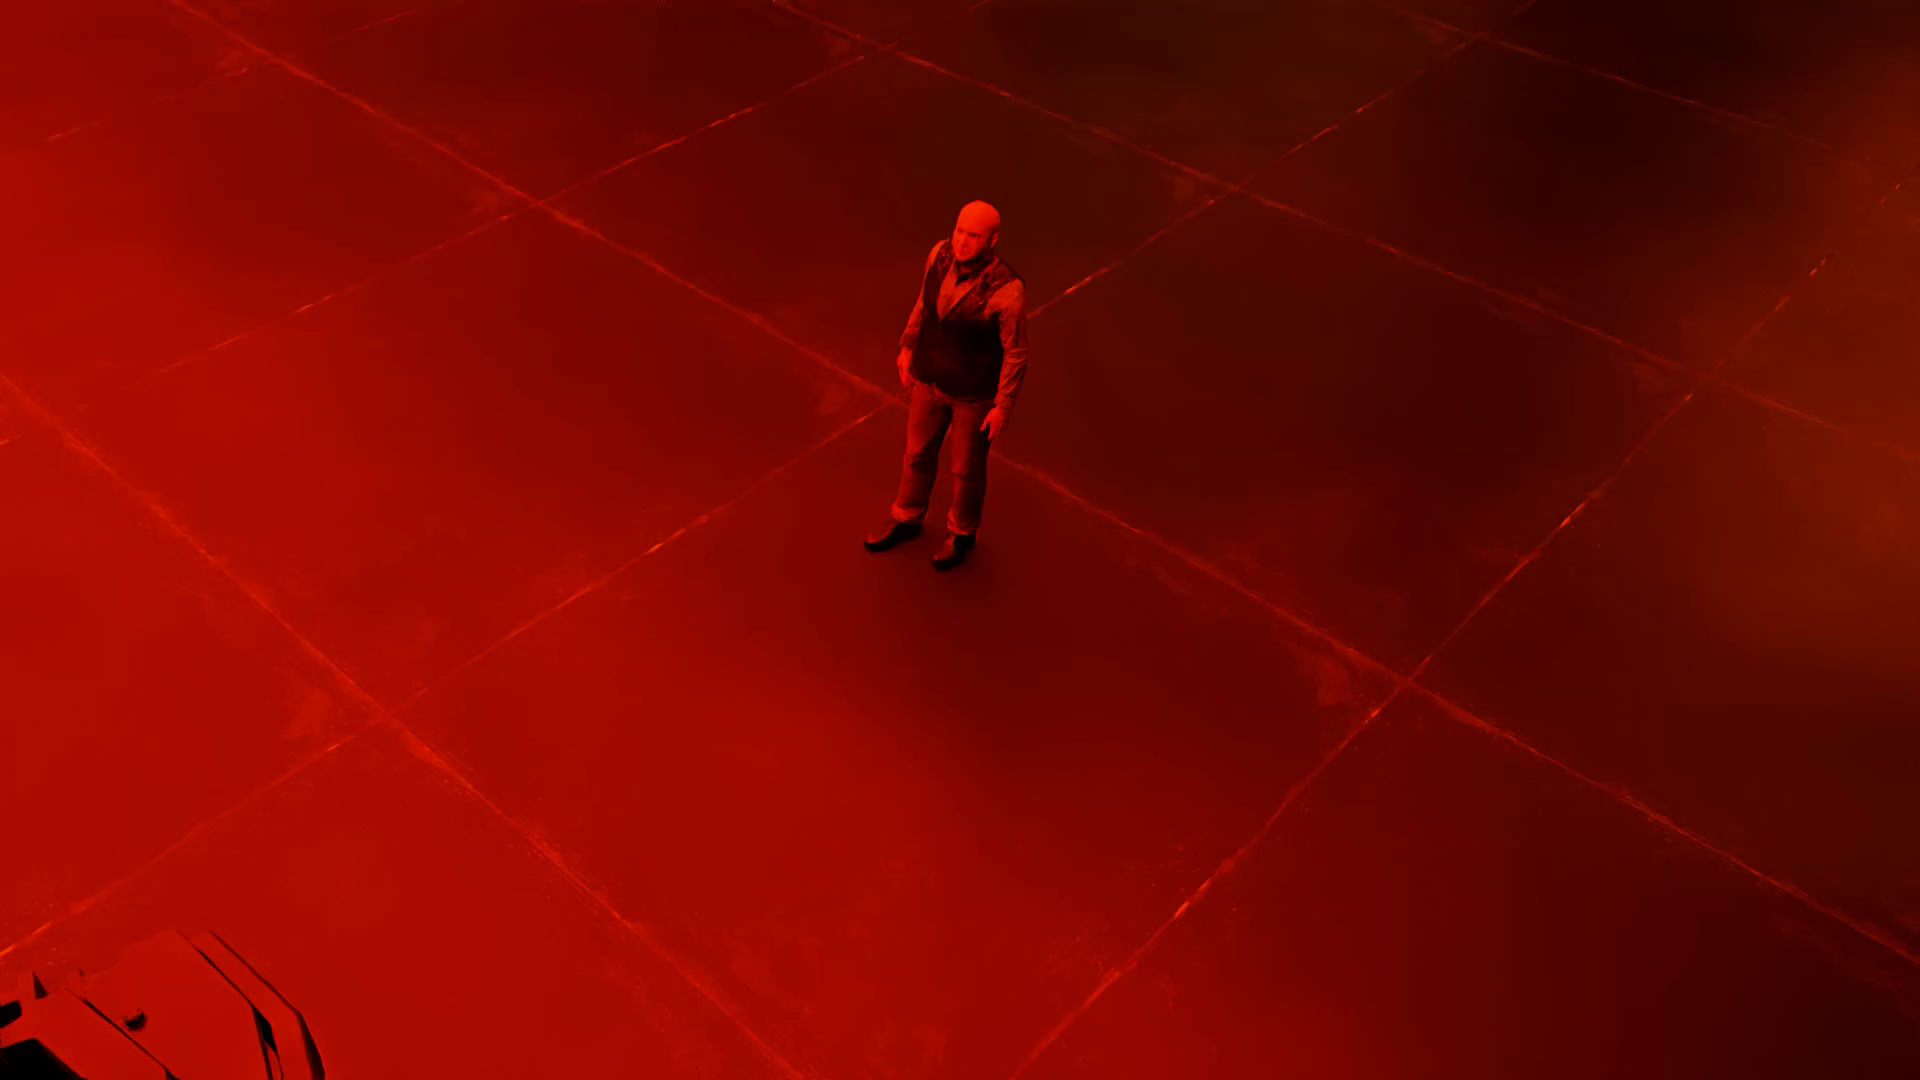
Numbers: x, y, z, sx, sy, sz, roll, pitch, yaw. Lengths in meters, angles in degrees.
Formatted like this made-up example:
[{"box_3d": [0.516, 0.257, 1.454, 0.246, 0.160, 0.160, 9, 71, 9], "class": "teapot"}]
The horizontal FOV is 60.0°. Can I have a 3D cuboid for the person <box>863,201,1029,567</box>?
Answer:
[{"box_3d": [-0.048, -0.632, 7.083, 0.632, 1.720, 0.567, 31, 49, 31], "class": "person"}]

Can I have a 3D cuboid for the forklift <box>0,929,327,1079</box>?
[{"box_3d": [-1.640, 2.112, 2.966, 3.031, 2.935, 1.130, -19, 44, -21], "class": "forklift"}]
